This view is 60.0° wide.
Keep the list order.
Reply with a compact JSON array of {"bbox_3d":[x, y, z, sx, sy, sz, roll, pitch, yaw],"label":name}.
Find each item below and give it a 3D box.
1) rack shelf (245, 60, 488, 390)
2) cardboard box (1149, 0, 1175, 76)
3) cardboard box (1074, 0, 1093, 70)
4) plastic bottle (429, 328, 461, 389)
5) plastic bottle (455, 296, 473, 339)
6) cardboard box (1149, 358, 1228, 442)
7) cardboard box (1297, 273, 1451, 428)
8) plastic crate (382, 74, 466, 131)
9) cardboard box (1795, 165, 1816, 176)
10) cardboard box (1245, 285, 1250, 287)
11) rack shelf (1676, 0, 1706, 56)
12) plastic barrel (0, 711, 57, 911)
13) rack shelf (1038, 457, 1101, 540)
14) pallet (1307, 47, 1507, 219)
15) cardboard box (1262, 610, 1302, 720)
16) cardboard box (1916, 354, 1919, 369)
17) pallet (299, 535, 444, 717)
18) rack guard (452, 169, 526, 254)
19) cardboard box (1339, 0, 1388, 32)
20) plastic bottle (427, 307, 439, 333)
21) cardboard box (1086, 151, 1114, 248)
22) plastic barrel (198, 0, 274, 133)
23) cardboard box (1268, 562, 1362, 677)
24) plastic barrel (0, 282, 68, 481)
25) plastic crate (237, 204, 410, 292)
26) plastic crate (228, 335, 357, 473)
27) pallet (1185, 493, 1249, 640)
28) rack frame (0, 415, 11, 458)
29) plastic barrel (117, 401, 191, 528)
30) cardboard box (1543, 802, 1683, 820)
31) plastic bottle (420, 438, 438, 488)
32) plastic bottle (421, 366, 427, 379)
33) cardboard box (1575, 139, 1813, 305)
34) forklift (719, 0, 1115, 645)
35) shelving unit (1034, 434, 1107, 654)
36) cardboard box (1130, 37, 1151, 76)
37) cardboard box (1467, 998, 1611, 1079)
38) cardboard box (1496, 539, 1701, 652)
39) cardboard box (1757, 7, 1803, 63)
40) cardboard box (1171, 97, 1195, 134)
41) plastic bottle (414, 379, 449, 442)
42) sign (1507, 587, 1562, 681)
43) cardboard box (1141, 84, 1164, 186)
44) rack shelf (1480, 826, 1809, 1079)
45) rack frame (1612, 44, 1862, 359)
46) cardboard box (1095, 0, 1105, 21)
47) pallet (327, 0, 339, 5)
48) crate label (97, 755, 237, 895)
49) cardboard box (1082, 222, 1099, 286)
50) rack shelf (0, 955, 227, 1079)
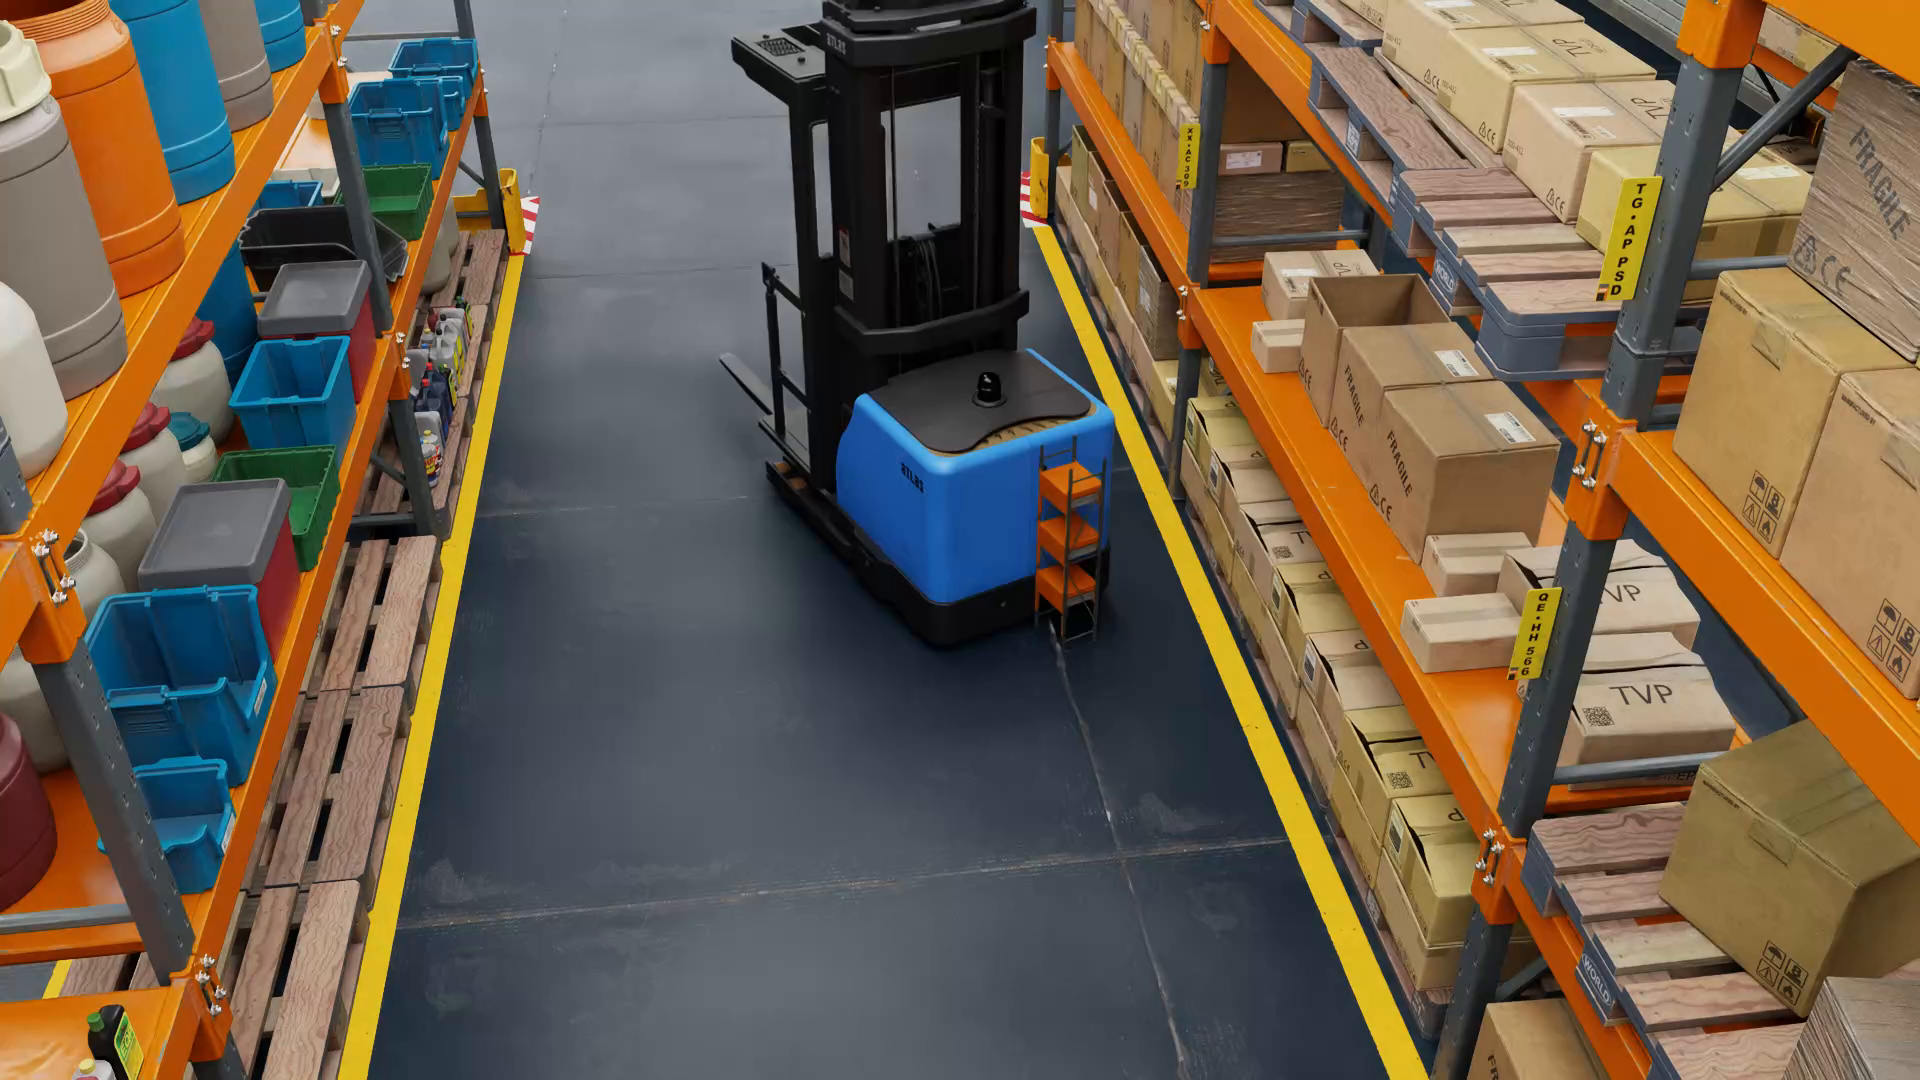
[{"bbox_3d":[-3.514,-1.970,9.745,1.077,0.370,4.000,-4,35,-6],"label":"rack shelf"},{"bbox_3d":[1.462,-2.911,9.245,0.700,0.500,0.500,-4,35,-6],"label":"cardboard box"},{"bbox_3d":[1.176,-3.537,11.316,0.700,0.500,0.500,-4,35,-6],"label":"cardboard box"},{"bbox_3d":[-3.025,-1.063,9.737,0.144,0.351,0.185,-5,35,-7],"label":"plastic bottle"},{"bbox_3d":[-3.068,-1.387,10.272,0.061,0.283,0.133,-4,34,-5],"label":"plastic bottle"},{"bbox_3d":[1.385,-0.804,9.464,0.500,0.250,0.500,-4,35,-6],"label":"cardboard box"},{"bbox_3d":[1.822,-0.842,7.362,0.500,0.500,0.500,-2,34,-3],"label":"cardboard box"},{"bbox_3d":[-3.337,-2.703,10.313,0.499,0.251,0.408,-4,35,-6],"label":"plastic crate"},{"bbox_3d":[6.115,-2.494,11.871,0.500,0.311,0.500,-2,34,-2],"label":"cardboard box"},{"bbox_3d":[1.837,-1.433,9.720,0.500,0.500,0.500,-4,35,-6],"label":"cardboard box"},{"bbox_3d":[1.933,-2.425,5.440,1.077,0.370,4.000,-4,35,-6],"label":"rack shelf"},{"bbox_3d":[-3.070,0.788,4.937,0.600,0.536,0.708,-4,35,-6],"label":"plastic barrel"},{"bbox_3d":[0.517,-0.194,7.746,0.215,0.259,0.240,-18,38,-24],"label":"rack shelf"},{"bbox_3d":[1.869,-1.450,5.846,1.003,0.211,1.213,-3,34,-4],"label":"pallet"},{"bbox_3d":[1.680,0.540,7.491,0.500,0.250,0.500,-4,34,-5],"label":"cardboard box"},{"bbox_3d":[2.323,-0.458,3.247,0.500,0.500,0.500,-4,35,-6],"label":"cardboard box"},{"bbox_3d":[-3.101,0.436,8.051,1.003,0.211,1.213,-4,35,-6],"label":"pallet"},{"bbox_3d":[-3.726,-2.312,11.827,1.175,0.500,0.348,-4,35,-6],"label":"rack guard"},{"bbox_3d":[1.814,-2.225,6.576,0.500,0.250,0.500,-8,35,-11],"label":"cardboard box"},{"bbox_3d":[-3.200,-1.300,10.144,0.061,0.283,0.133,-4,35,-6],"label":"plastic bottle"},{"bbox_3d":[1.127,-2.231,10.891,0.500,0.500,0.500,-4,35,-6],"label":"cardboard box"},{"bbox_3d":[-2.873,-1.966,5.991,0.600,0.901,0.600,0,34,0],"label":"plastic barrel"},{"bbox_3d":[1.681,0.314,7.326,0.500,0.311,0.500,-3,34,-5],"label":"cardboard box"},{"bbox_3d":[-2.445,-0.402,4.042,0.421,0.512,0.421,0,34,0],"label":"plastic barrel"},{"bbox_3d":[-3.189,-1.428,8.365,0.767,0.338,0.504,-4,35,-6],"label":"plastic crate"},{"bbox_3d":[-2.788,-0.553,7.041,0.392,0.384,0.575,-4,35,-6],"label":"plastic crate"},{"bbox_3d":[1.802,0.036,8.638,1.003,0.211,1.213,-4,35,-6],"label":"pallet"},{"bbox_3d":[-2.707,-1.398,2.940,1.000,3.000,0.127,-4,35,-6],"label":"rack frame"},{"bbox_3d":[-3.235,-0.248,6.458,0.433,0.535,0.433,0,34,0],"label":"plastic barrel"},{"bbox_3d":[2.423,1.124,6.136,0.500,0.311,0.500,-3,34,-5],"label":"cardboard box"},{"bbox_3d":[-2.853,-0.417,8.859,0.097,0.271,0.097,0,34,0],"label":"plastic bottle"},{"bbox_3d":[-3.024,-0.872,9.527,0.097,0.271,0.097,0,34,0],"label":"plastic bottle"},{"bbox_3d":[2.085,-0.892,4.621,0.500,0.250,0.500,-7,35,-10],"label":"cardboard box"},{"bbox_3d":[-0.421,-1.510,8.492,1.130,2.935,3.031,-18,38,-24],"label":"forklift"},{"bbox_3d":[0.517,0.032,7.900,0.215,1.050,0.252,-18,38,-24],"label":"shelving unit"},{"bbox_3d":[1.207,-2.826,9.697,0.380,0.149,0.250,-3,34,-5],"label":"cardboard box"},{"bbox_3d":[1.980,1.834,5.352,0.500,0.500,0.500,-3,34,-4],"label":"cardboard box"},{"bbox_3d":[2.274,0.231,5.956,0.500,0.311,0.500,-5,35,-7],"label":"cardboard box"},{"bbox_3d":[5.869,-3.495,11.459,0.500,0.250,0.500,-5,35,-8],"label":"cardboard box"},{"bbox_3d":[1.346,-2.254,8.857,0.380,0.149,0.250,-5,35,-8],"label":"cardboard box"},{"bbox_3d":[-2.942,-0.721,9.234,0.144,0.351,0.185,-3,34,-5],"label":"plastic bottle"},{"bbox_3d":[1.652,0.273,4.786,0.100,0.325,0.005,-4,35,-6],"label":"sign"},{"bbox_3d":[1.457,-2.387,9.629,0.700,0.500,0.500,-4,34,-6],"label":"cardboard box"},{"bbox_3d":[2.471,2.121,3.742,1.077,0.370,4.000,-4,35,-6],"label":"rack shelf"},{"bbox_3d":[2.202,-1.771,3.487,1.000,3.000,0.127,-4,35,-6],"label":"rack frame"},{"bbox_3d":[1.068,-3.403,10.544,0.380,0.149,0.250,-5,35,-7],"label":"cardboard box"},{"bbox_3d":[-3.439,-2.708,7.693,1.213,0.211,1.003,-4,35,-6],"label":"pallet"},{"bbox_3d":[-2.392,0.886,5.063,0.303,0.233,0.416,-4,35,-6],"label":"crate label"},{"bbox_3d":[1.115,-1.920,11.101,0.500,0.250,0.500,-4,35,-6],"label":"cardboard box"},{"bbox_3d":[-2.438,2.494,3.194,1.077,0.370,4.000,-4,35,-6],"label":"rack shelf"}]
